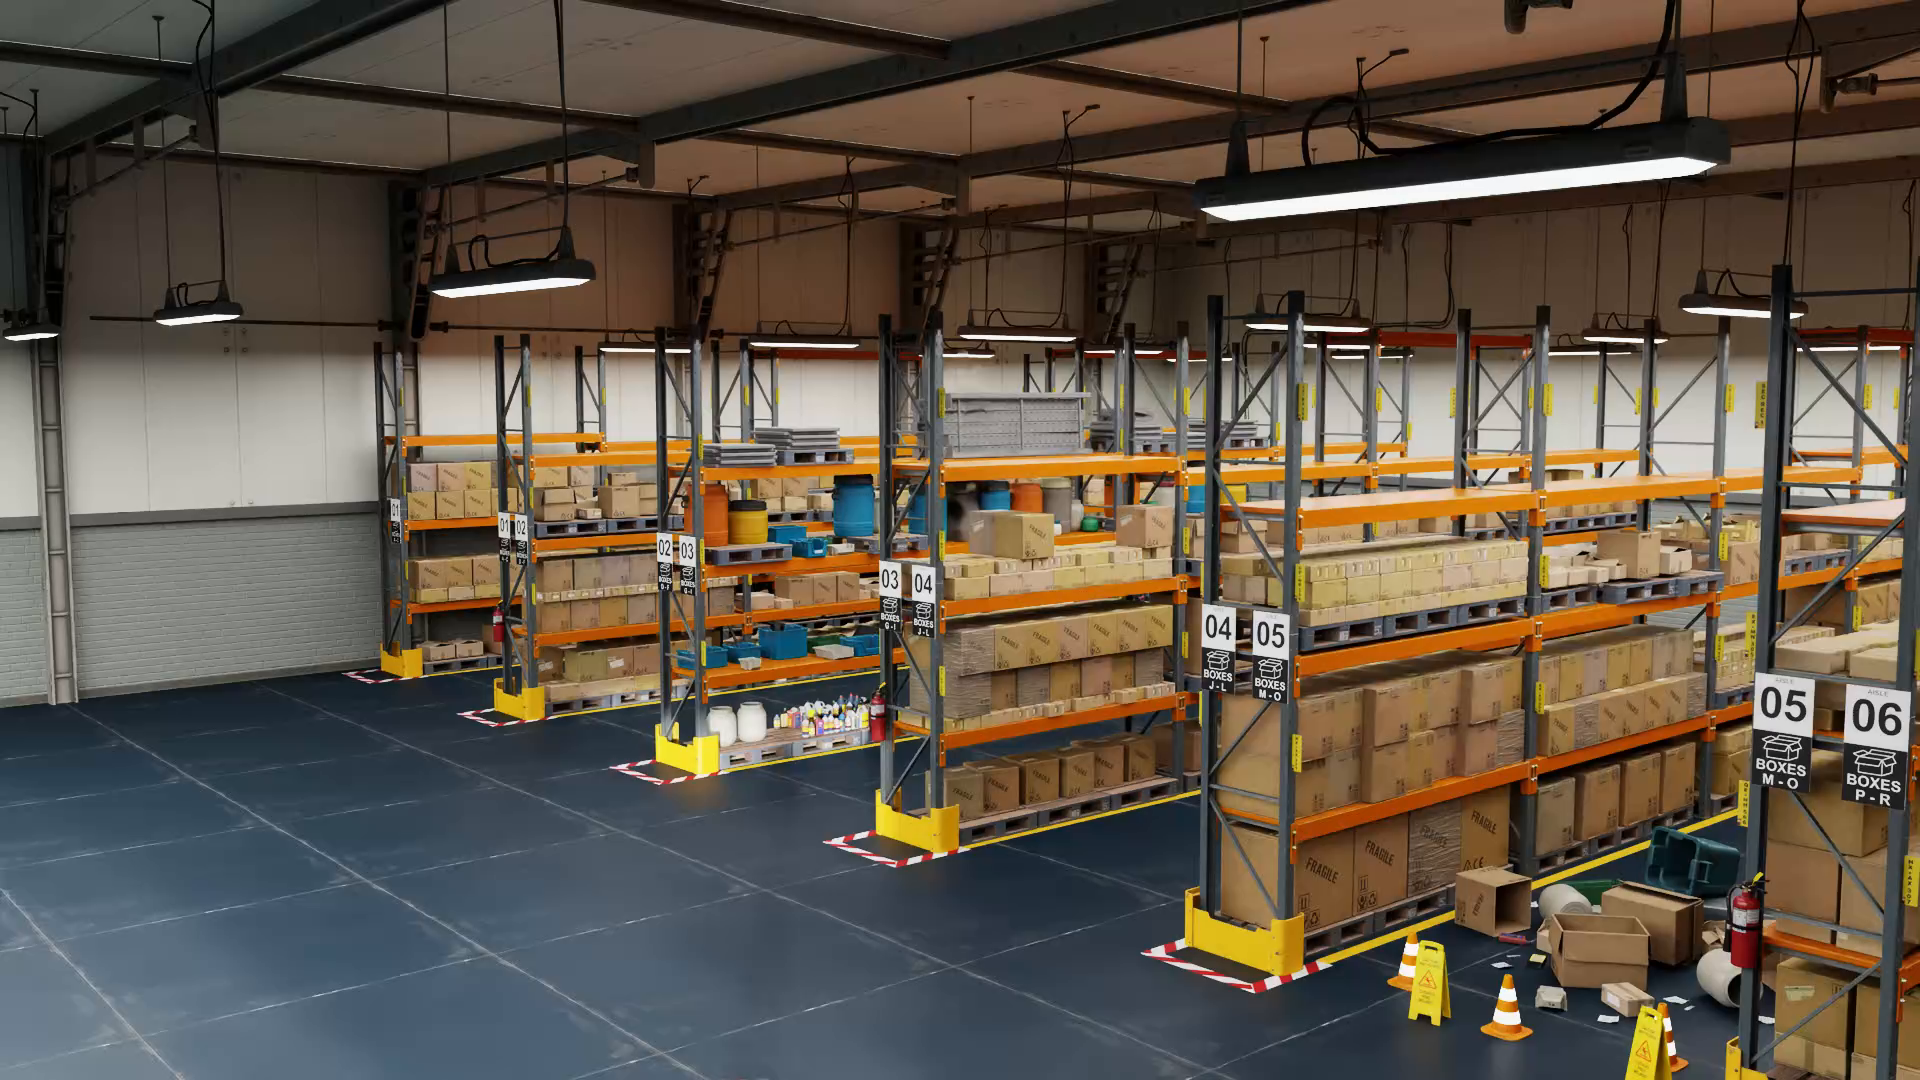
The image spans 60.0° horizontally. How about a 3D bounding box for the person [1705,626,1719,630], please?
[{"bbox_3d":[11.108,2.091,24.524,0.781,1.792,0.628,-4,7,-38],"label":"person"}]
